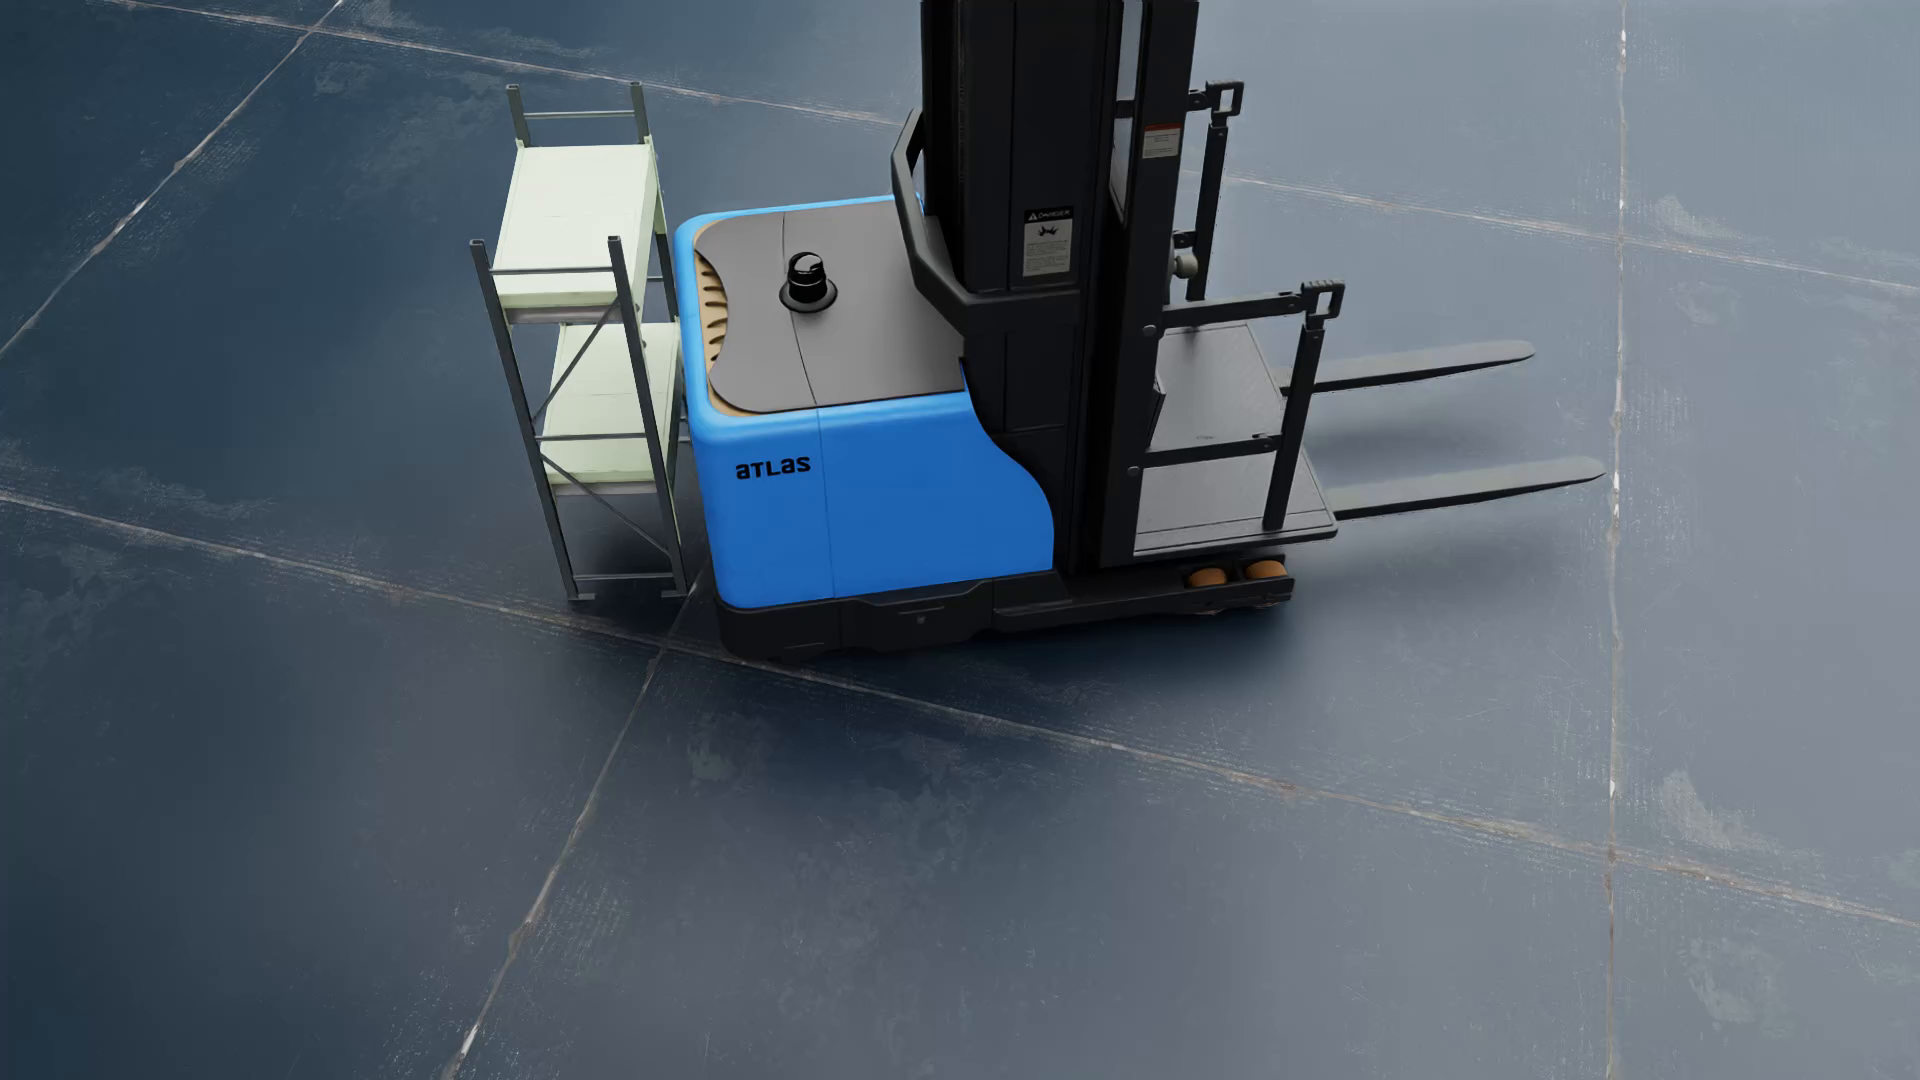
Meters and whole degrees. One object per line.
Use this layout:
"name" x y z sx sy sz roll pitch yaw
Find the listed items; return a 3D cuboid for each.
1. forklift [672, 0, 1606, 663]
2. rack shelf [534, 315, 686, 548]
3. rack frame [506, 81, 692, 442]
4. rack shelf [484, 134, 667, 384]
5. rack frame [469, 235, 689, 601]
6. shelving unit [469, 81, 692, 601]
"forklift" 0.652 -1.106 4.772 3.031 2.935 1.130 -7 49 -6
"rack shelf" -1.130 -0.367 5.508 0.431 0.370 0.720 -2 49 -2
"rack frame" -1.148 -0.856 5.505 0.400 1.500 0.023 -2 49 -2
"rack shelf" -1.130 -0.841 4.971 0.431 0.370 0.720 -2 49 -2
"rack frame" -1.113 -0.308 5.022 0.400 1.500 0.023 -2 49 -2
"shelving unit" -1.130 -0.582 5.264 0.431 1.500 0.755 -2 49 -2
